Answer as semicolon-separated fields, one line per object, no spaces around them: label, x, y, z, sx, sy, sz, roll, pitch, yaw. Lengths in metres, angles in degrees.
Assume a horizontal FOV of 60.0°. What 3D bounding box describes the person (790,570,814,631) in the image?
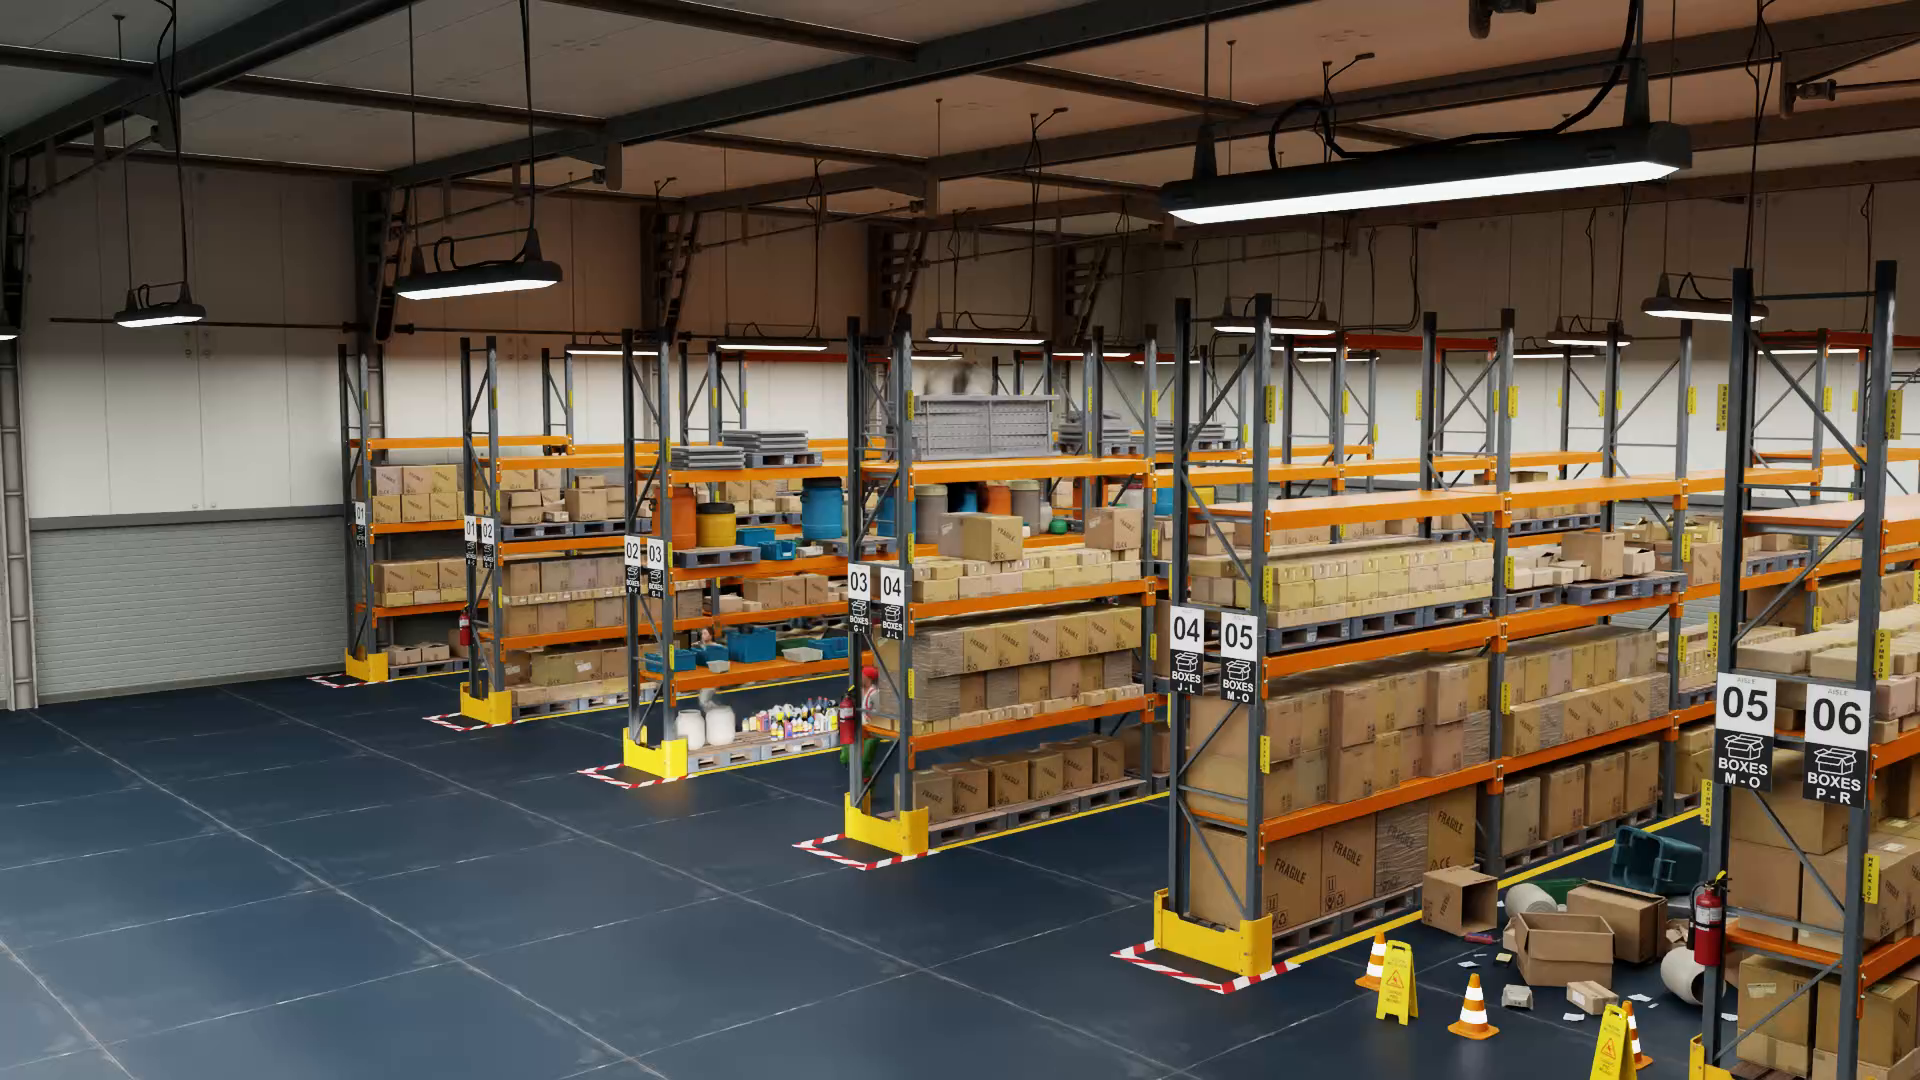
person;-3.186;1.302;33.306;0.707;1.759;0.862;4;7;39

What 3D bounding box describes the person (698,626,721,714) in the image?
person;-3.797;2.107;25.000;0.564;1.630;0.548;4;7;40

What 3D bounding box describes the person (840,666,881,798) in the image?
person;-1.204;2.440;20.941;0.785;1.734;0.572;5;7;41
